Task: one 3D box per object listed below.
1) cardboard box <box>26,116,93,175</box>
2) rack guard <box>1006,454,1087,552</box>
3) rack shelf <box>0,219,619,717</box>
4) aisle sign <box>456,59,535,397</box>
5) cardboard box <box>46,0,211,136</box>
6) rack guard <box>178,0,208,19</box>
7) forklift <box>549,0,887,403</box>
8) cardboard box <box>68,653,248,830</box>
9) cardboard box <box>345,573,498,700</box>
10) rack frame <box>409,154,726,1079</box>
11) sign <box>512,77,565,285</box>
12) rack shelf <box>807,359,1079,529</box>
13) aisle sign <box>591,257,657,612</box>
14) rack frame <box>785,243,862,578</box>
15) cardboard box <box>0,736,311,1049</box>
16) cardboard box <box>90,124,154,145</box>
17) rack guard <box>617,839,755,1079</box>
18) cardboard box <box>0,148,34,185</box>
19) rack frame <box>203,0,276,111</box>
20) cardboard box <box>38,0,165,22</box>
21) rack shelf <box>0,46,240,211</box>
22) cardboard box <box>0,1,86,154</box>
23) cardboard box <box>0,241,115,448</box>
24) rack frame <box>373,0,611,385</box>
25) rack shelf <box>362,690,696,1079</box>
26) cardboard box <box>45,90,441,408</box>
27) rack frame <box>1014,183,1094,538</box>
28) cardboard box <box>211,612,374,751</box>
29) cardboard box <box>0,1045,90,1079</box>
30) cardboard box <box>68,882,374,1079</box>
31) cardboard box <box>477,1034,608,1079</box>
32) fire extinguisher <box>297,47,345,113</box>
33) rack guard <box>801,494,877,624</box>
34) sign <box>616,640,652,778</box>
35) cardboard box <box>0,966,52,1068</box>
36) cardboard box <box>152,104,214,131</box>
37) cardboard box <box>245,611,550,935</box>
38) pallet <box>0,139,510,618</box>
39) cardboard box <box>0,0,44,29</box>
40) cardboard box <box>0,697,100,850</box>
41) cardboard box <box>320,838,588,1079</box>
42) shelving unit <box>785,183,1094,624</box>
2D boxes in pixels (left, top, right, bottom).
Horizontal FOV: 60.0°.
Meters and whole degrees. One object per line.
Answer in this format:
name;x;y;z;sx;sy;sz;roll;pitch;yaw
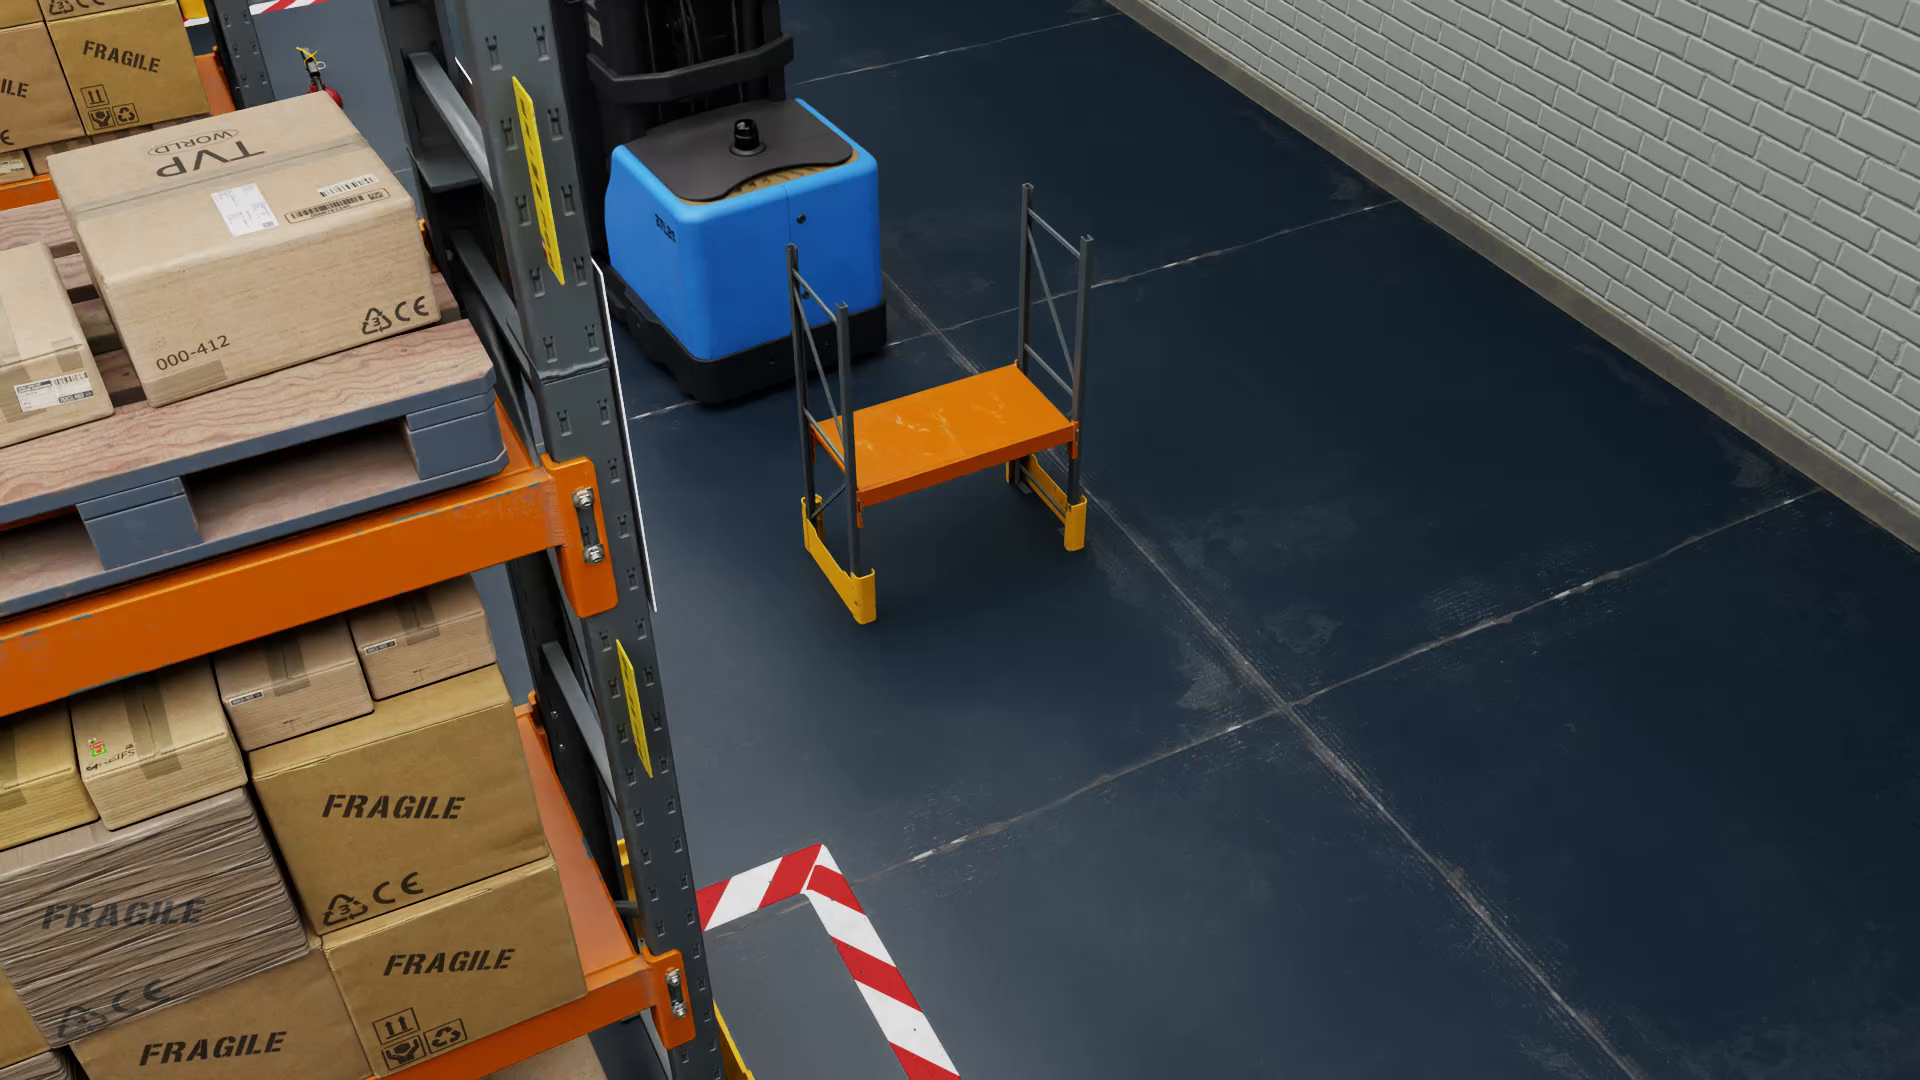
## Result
cardboard box;-3.900;-1.748;7.187;0.250;0.149;0.380;-19;44;-21
rack guard;0.374;-0.221;7.318;0.087;0.250;0.587;-19;44;-21
rack shelf;-2.685;0.294;2.816;4.000;0.370;1.077;-19;44;-21
aisle sign;-0.982;-0.613;3.640;0.004;0.787;0.394;-19;44;-21
cardboard box;-3.567;-2.109;7.112;0.500;0.500;0.500;-18;43;-20
rack guard;-5.468;-4.164;11.783;0.348;0.500;1.175;-19;44;-21
forklift;-1.575;-2.696;8.167;1.130;2.935;3.031;-22;45;-24
cardboard box;-1.541;0.337;3.177;0.250;0.149;0.380;-19;44;-21
cardboard box;-1.137;0.122;3.431;0.250;0.149;0.380;-18;43;-20
rack frame;-0.912;0.567;4.258;0.127;3.000;1.000;-19;44;-21
sign;-0.673;-0.570;2.656;0.005;0.325;0.100;-19;44;-21
rack shelf;-0.076;-0.410;6.852;1.000;0.185;0.538;-19;44;-21
aisle sign;-0.705;-0.269;3.234;0.004;0.787;0.394;-19;44;-21
rack frame;-0.527;-0.395;6.556;0.032;1.500;0.500;-19;44;-21
cardboard box;-1.679;0.601;3.367;0.500;0.500;0.500;-18;44;-20
cardboard box;-3.684;-1.831;7.286;0.250;0.149;0.380;-19;44;-21
rack guard;-0.890;1.514;5.074;0.348;0.500;1.175;-19;44;-21
cardboard box;-4.115;-1.658;7.082;0.250;0.149;0.380;-17;43;-20
rack frame;-3.288;-2.239;7.573;0.127;3.000;1.000;-19;44;-21
cardboard box;-3.579;-2.493;6.792;0.500;0.500;0.500;-19;44;-22
rack shelf;-5.062;-1.368;7.101;4.000;0.370;1.077;-19;44;-21
cardboard box;-4.027;-1.958;6.934;0.500;0.500;0.500;-19;44;-21
cardboard box;-1.604;-0.323;2.781;0.250;0.149;0.380;-22;45;-24
rack frame;-0.912;-1.722;2.320;0.127;3.000;1.000;-19;44;-21
rack shelf;-2.685;1.439;3.785;4.000;0.370;1.077;-19;44;-21
cardboard box;-1.269;-0.533;2.950;0.500;0.250;0.500;-23;45;-24
rack frame;0.375;-0.699;6.915;0.032;1.500;0.500;-19;44;-21
cardboard box;-1.351;0.211;3.325;0.250;0.149;0.380;-18;43;-20
cardboard box;-2.121;1.125;3.522;0.500;0.500;0.500;-17;43;-19
cardboard box;-1.669;0.966;3.710;0.500;0.500;0.500;-20;44;-22
cardboard box;-1.451;1.639;4.650;0.875;0.438;0.875;-20;44;-22
fire extinguisher;-2.851;-1.878;7.495;0.183;0.674;0.296;-19;44;-21
rack guard;-0.509;0.076;6.967;0.087;0.250;0.587;-19;44;-21
sign;-0.673;0.350;3.435;0.005;0.325;0.100;-19;44;-21
cardboard box;-2.119;0.746;3.195;0.500;0.500;0.500;-19;44;-21
cardboard box;-3.446;-1.884;7.348;0.250;0.149;0.380;-19;44;-21
cardboard box;-1.229;0.428;3.572;0.500;0.500;0.500;-17;43;-19
pallet;-1.565;-0.316;3.049;1.213;0.211;1.003;-19;44;-21
cardboard box;-4.028;-2.342;6.614;0.500;0.500;0.500;-20;44;-22
cardboard box;-1.784;0.388;3.116;0.250;0.149;0.380;-18;43;-20
cardboard box;-1.217;0.825;3.877;0.500;0.500;0.500;-18;44;-20
shelving unit;-0.068;-0.550;6.739;1.083;1.500;0.587;-19;44;-21
